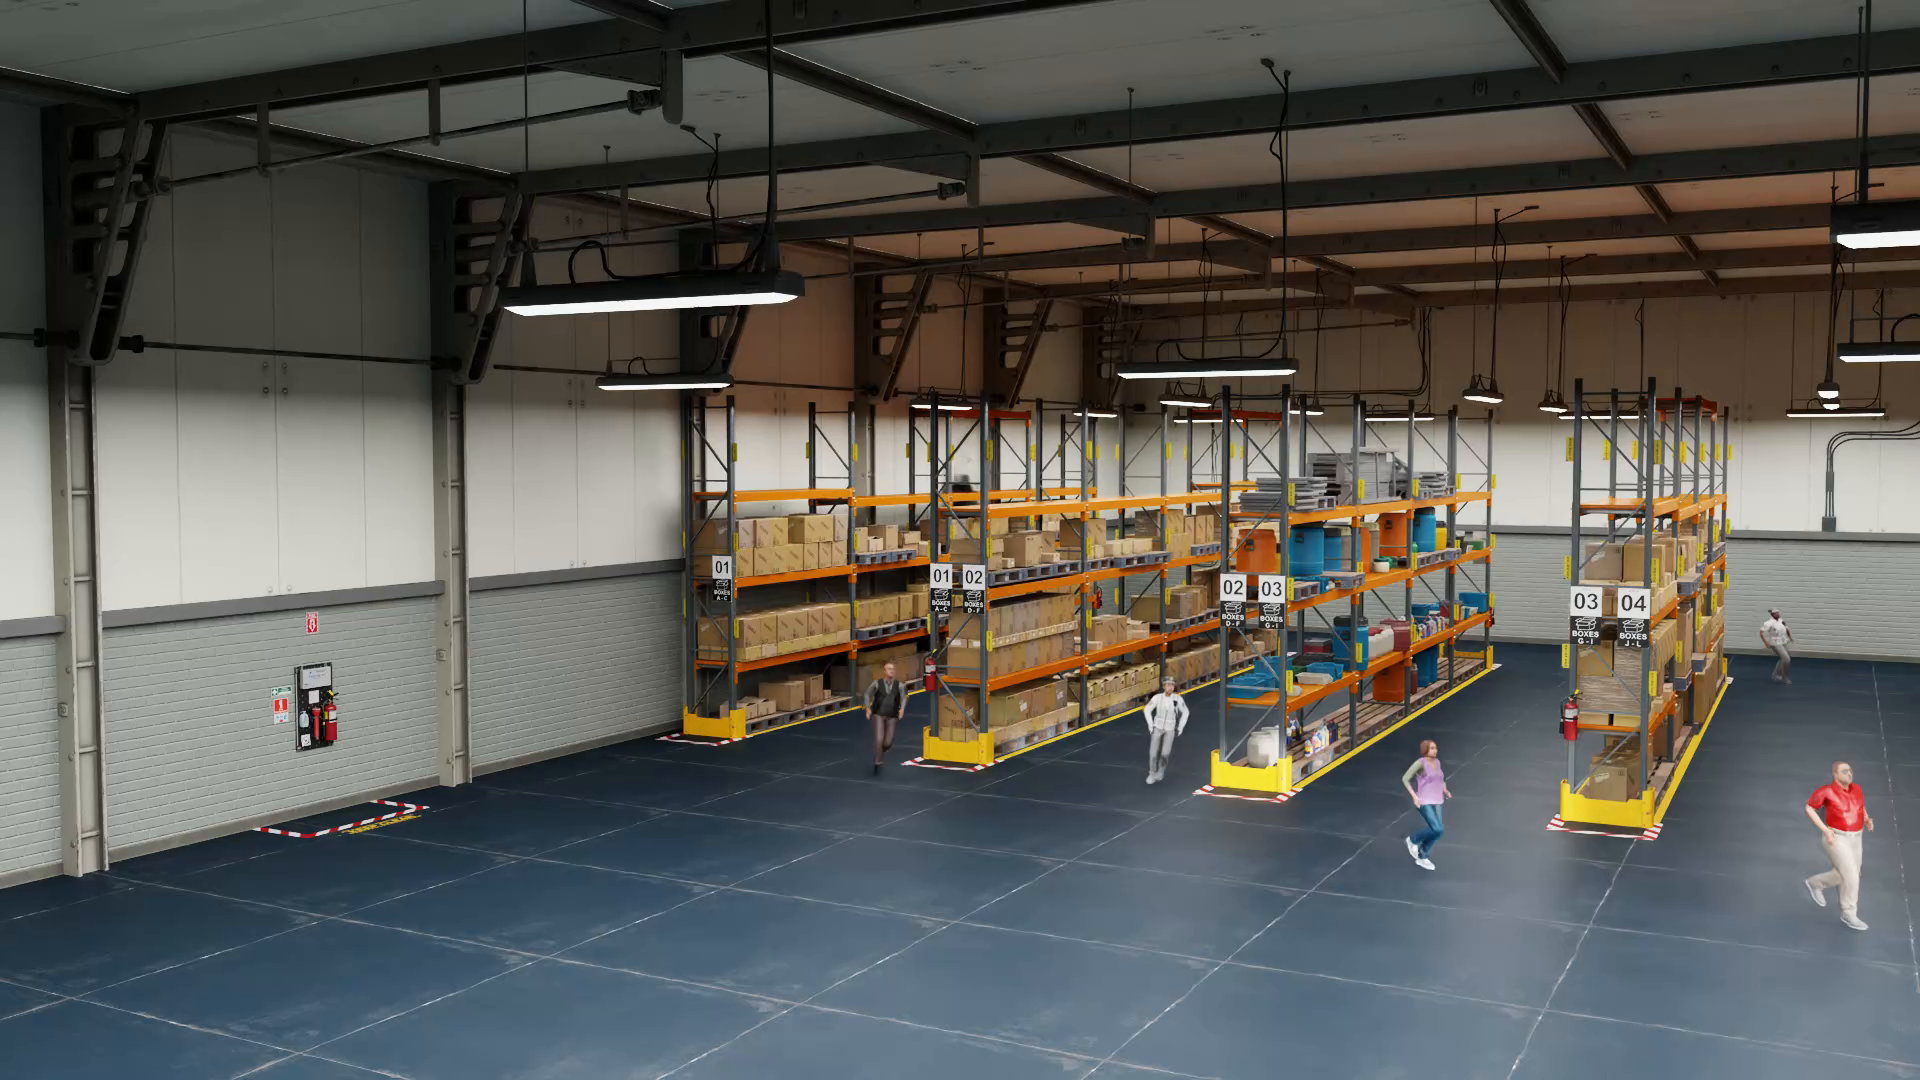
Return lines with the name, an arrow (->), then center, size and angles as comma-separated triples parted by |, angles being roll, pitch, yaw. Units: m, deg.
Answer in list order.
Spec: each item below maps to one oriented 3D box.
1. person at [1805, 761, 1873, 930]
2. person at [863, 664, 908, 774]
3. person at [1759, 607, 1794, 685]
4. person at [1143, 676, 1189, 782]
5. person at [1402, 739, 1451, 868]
person -> 9.407, 3.220, 17.795 | 0.654, 1.730, 0.821 | -1, 3, -19
person -> -1.166, 2.798, 26.231 | 0.707, 1.682, 0.657 | -1, 3, -10
person -> 17.772, 2.294, 36.071 | 0.624, 1.701, 0.617 | -1, 3, -24
person -> 3.098, 2.864, 25.066 | 0.675, 1.635, 0.533 | 1, 3, 11
person -> 5.648, 3.176, 19.982 | 0.536, 1.560, 0.535 | -2, 4, -32
